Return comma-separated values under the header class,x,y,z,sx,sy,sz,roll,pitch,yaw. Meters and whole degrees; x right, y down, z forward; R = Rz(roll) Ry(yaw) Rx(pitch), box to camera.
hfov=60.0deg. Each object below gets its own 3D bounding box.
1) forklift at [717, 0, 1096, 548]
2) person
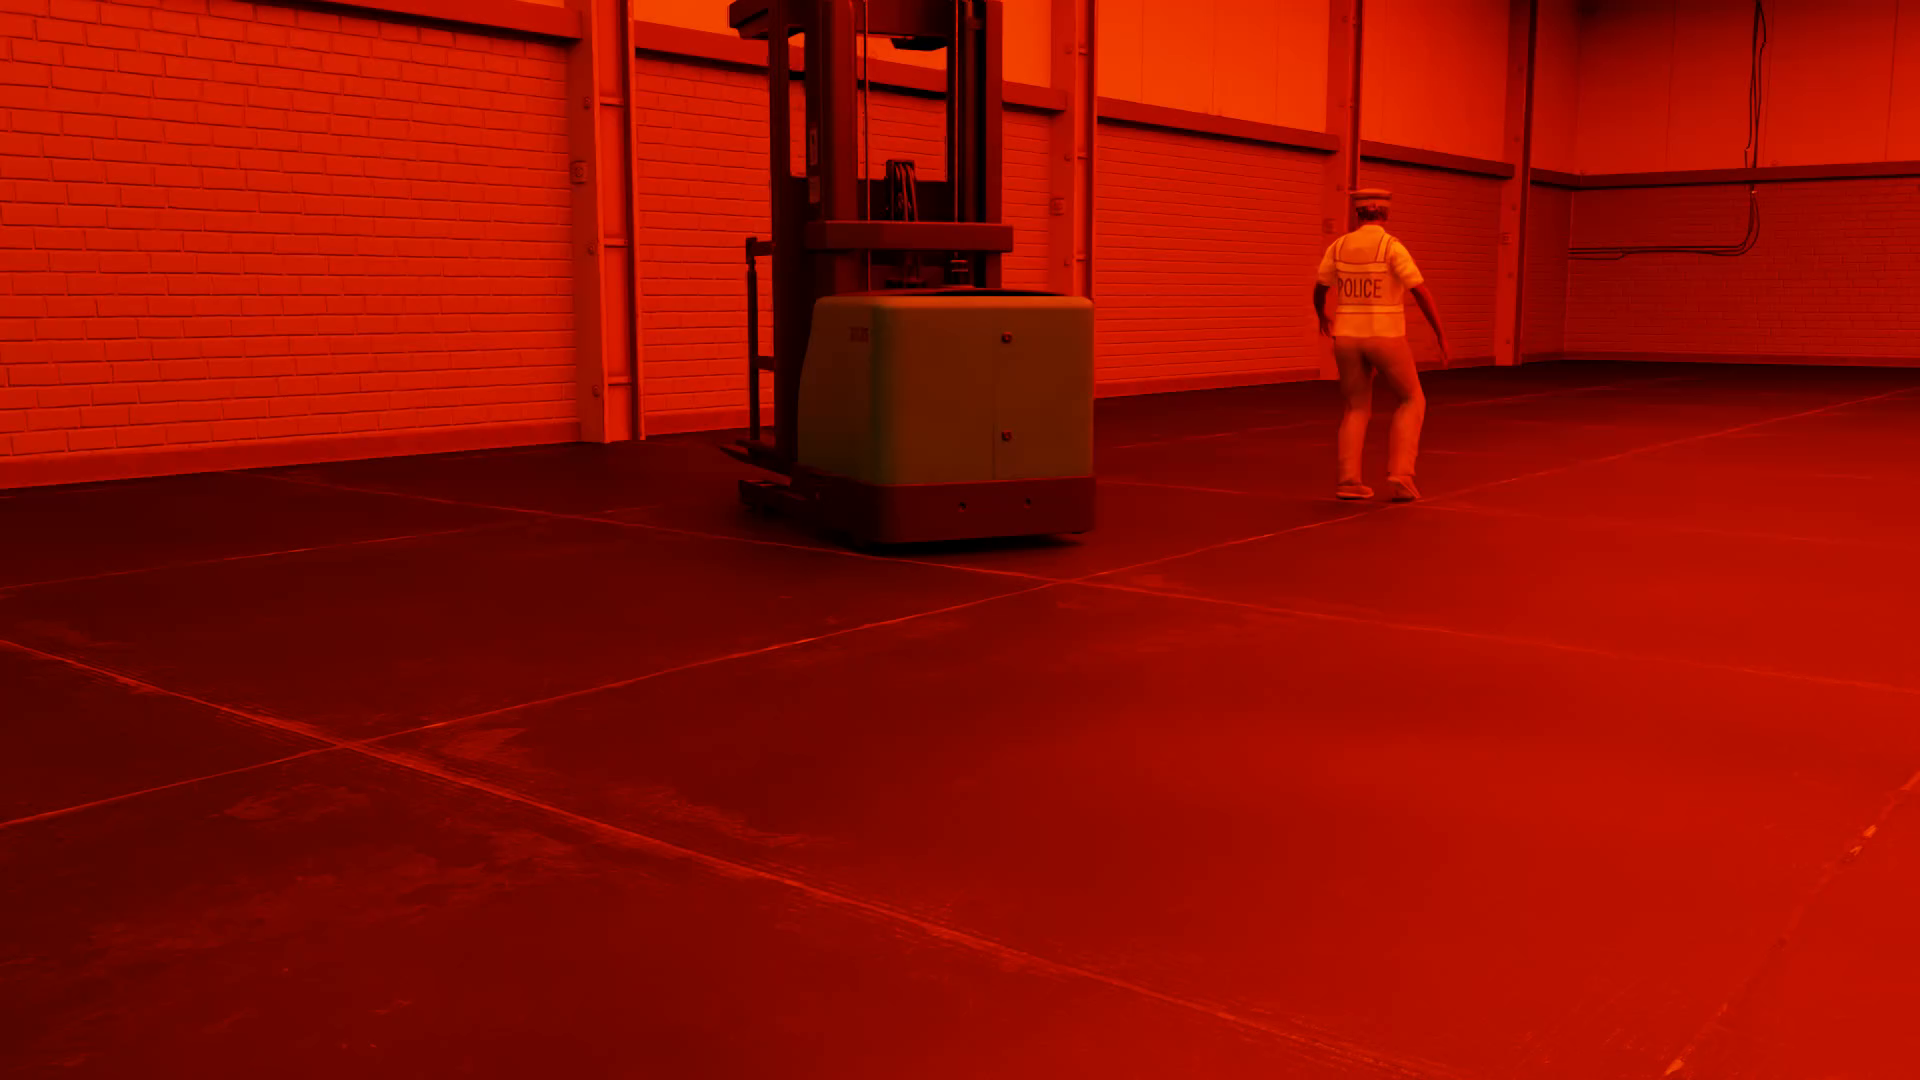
class,x,y,z,sx,sy,sz,roll,pitch,yaw
forklift,-0.470,-1.591,8.153,1.130,2.935,3.031,-4,9,-24
person,2.197,-1.014,8.853,0.834,1.682,0.459,8,11,43
